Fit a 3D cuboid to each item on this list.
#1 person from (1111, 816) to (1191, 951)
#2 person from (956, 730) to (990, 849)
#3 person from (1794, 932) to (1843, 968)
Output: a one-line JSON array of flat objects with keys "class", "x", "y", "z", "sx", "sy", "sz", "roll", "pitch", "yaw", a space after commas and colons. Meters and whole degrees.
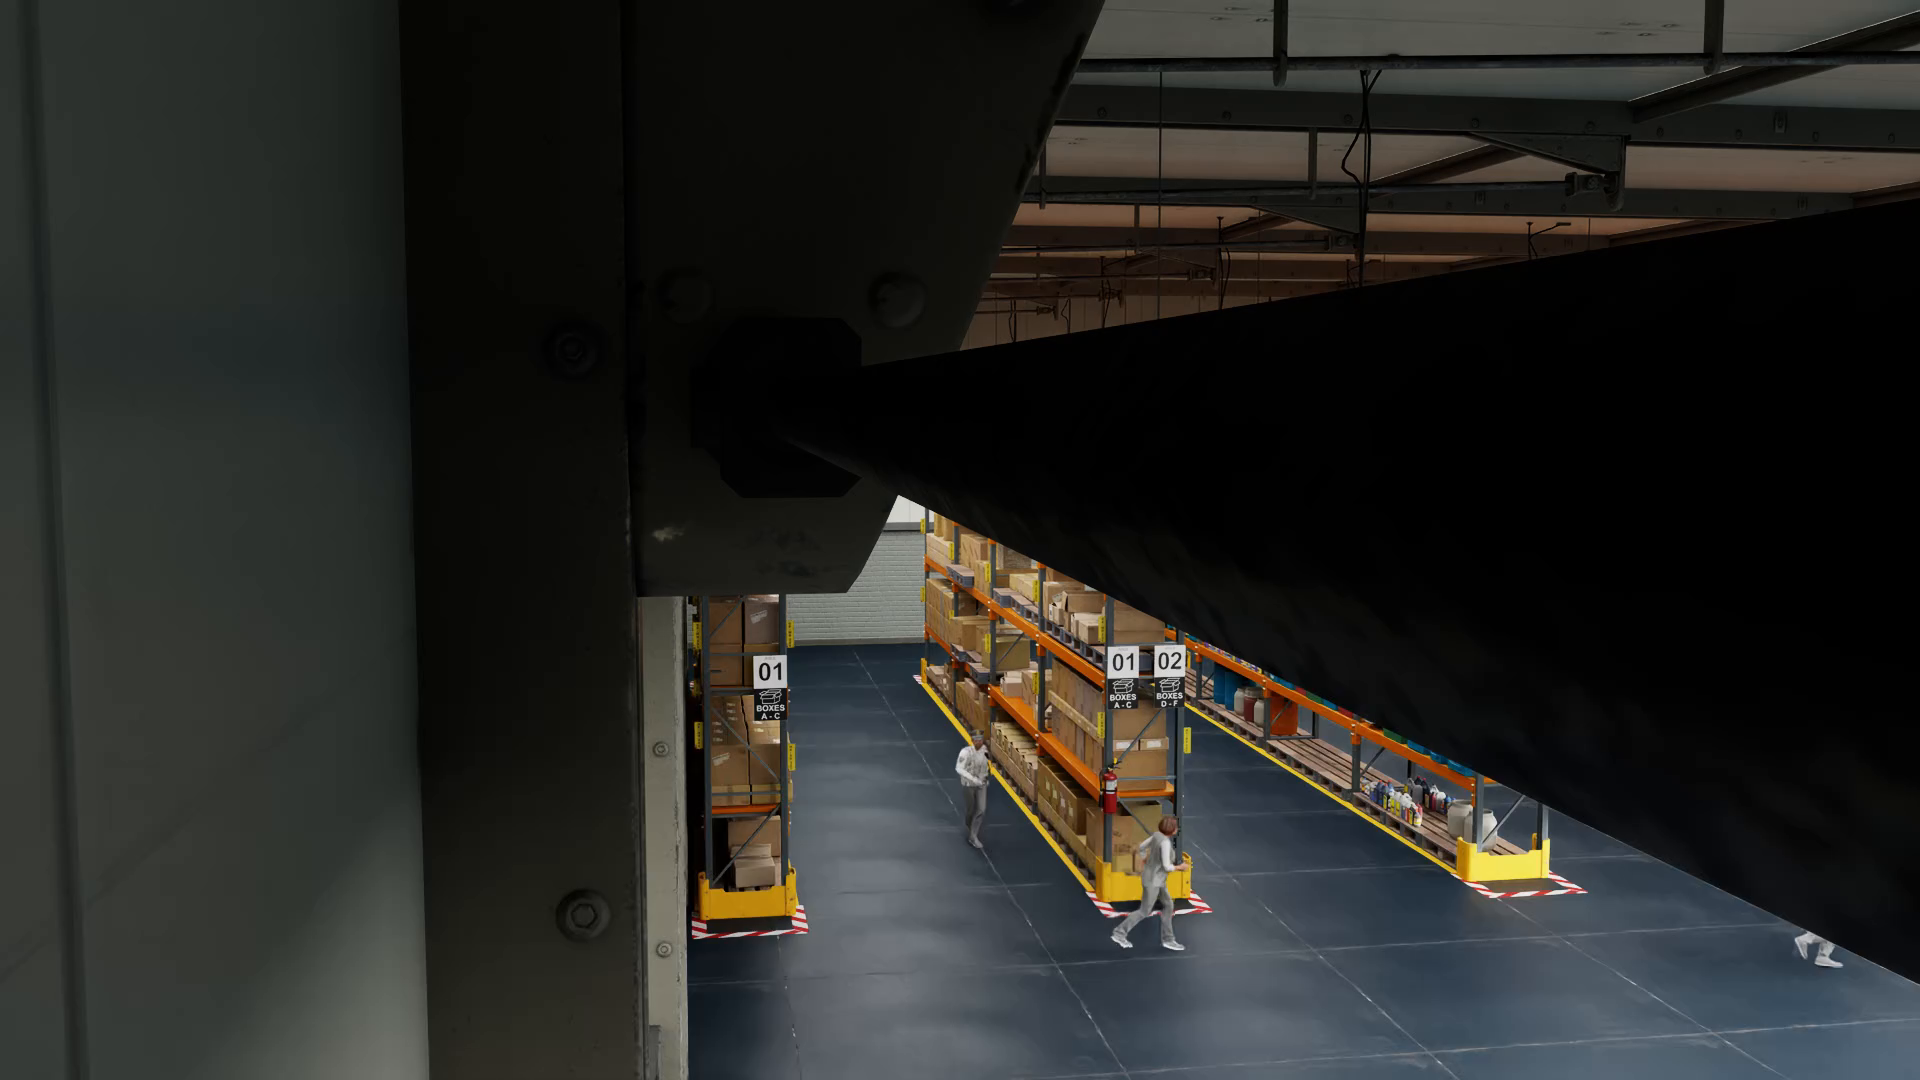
[{"class": "person", "x": 2.159, "y": 3.894, "z": 18.812, "sx": 0.897, "sy": 1.574, "sz": 0.530, "roll": 0, "pitch": 5, "yaw": 1}, {"class": "person", "x": 0.162, "y": 3.447, "z": 23.437, "sx": 0.584, "sy": 1.663, "sz": 0.793, "roll": -2, "pitch": 5, "yaw": -19}, {"class": "person", "x": 9.530, "y": 3.914, "z": 18.346, "sx": 0.593, "sy": 1.631, "sz": 0.617, "roll": 1, "pitch": 5, "yaw": 13}]
